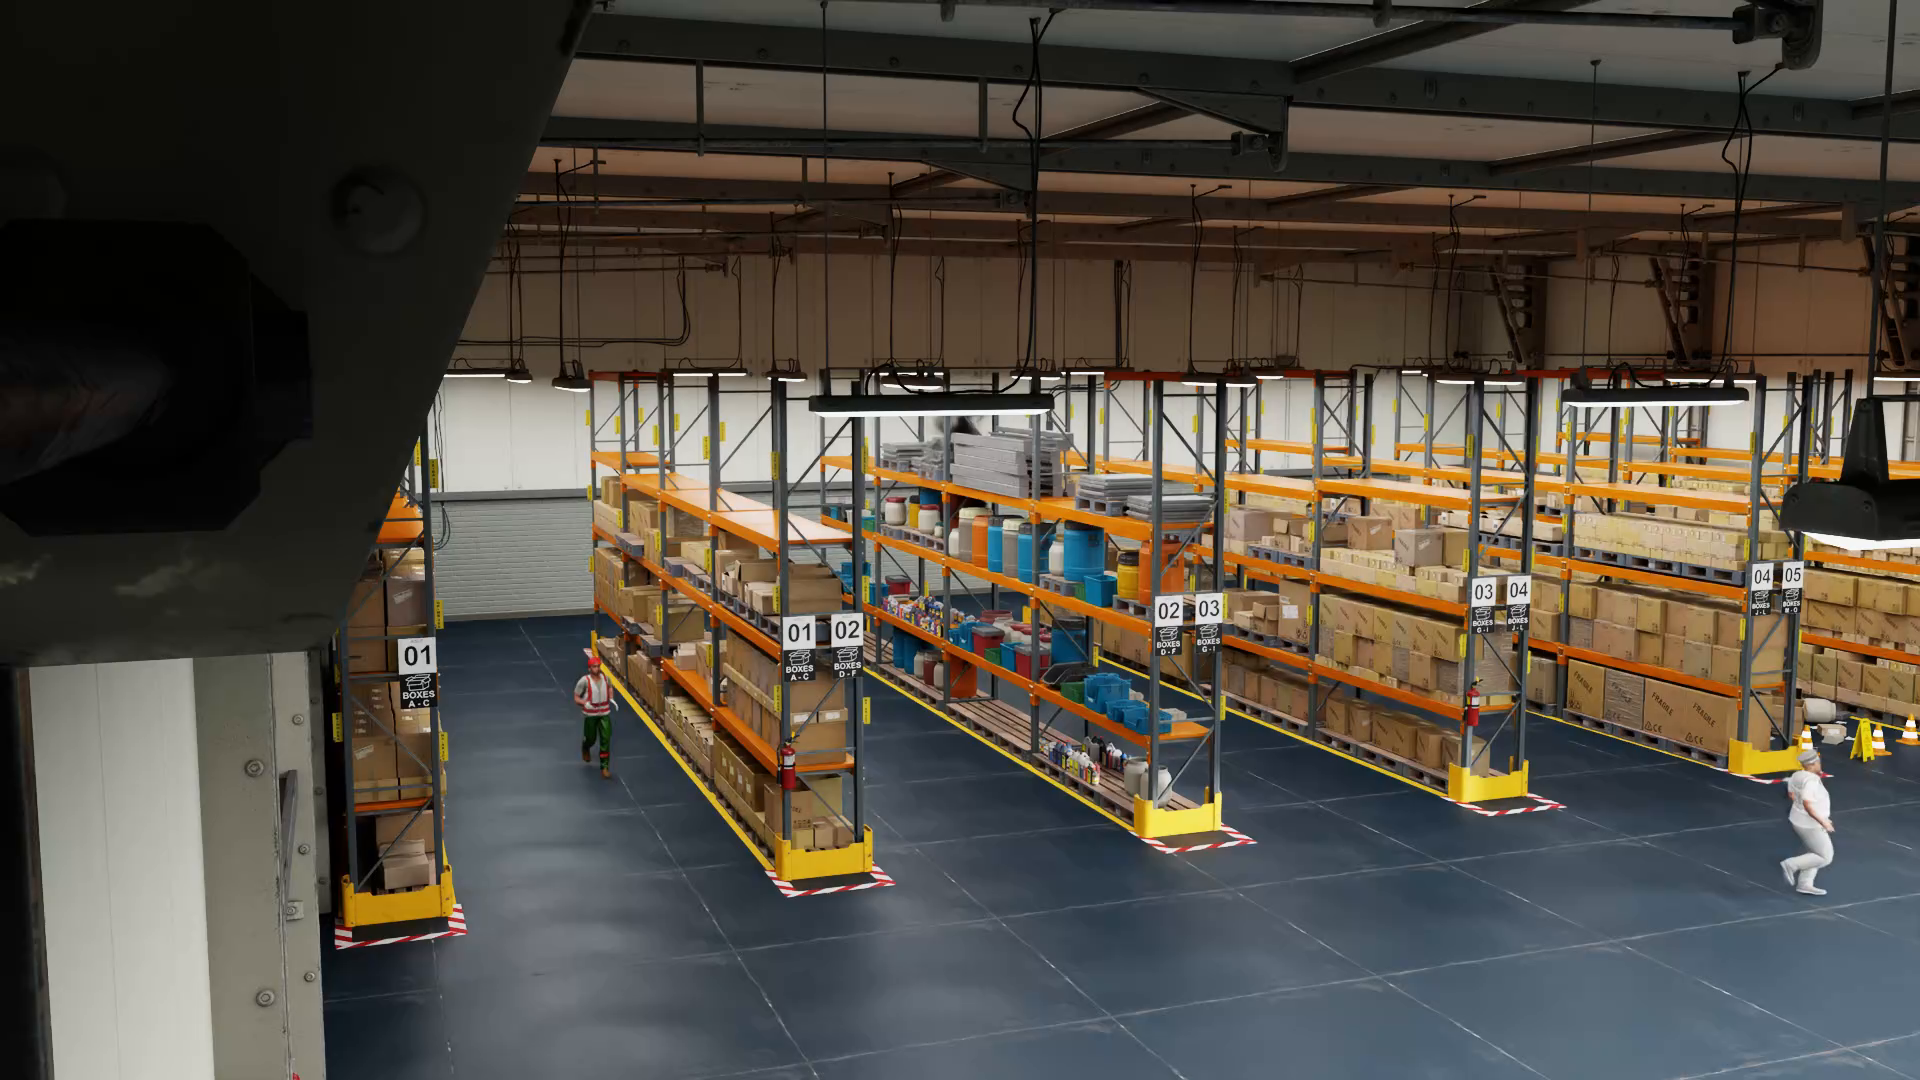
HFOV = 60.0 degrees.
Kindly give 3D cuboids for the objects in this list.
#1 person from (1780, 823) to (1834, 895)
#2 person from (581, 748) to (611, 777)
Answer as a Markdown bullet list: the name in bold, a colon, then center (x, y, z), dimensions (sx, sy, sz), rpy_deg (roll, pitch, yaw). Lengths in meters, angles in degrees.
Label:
- **person**: center (9.910, 3.491, 19.515), dimensions (0.570, 1.365, 0.422), rpy_deg (1, 6, 6)
- **person**: center (-5.509, 3.315, 25.187), dimensions (0.201, 0.411, 0.964), rpy_deg (-4, 7, -31)
